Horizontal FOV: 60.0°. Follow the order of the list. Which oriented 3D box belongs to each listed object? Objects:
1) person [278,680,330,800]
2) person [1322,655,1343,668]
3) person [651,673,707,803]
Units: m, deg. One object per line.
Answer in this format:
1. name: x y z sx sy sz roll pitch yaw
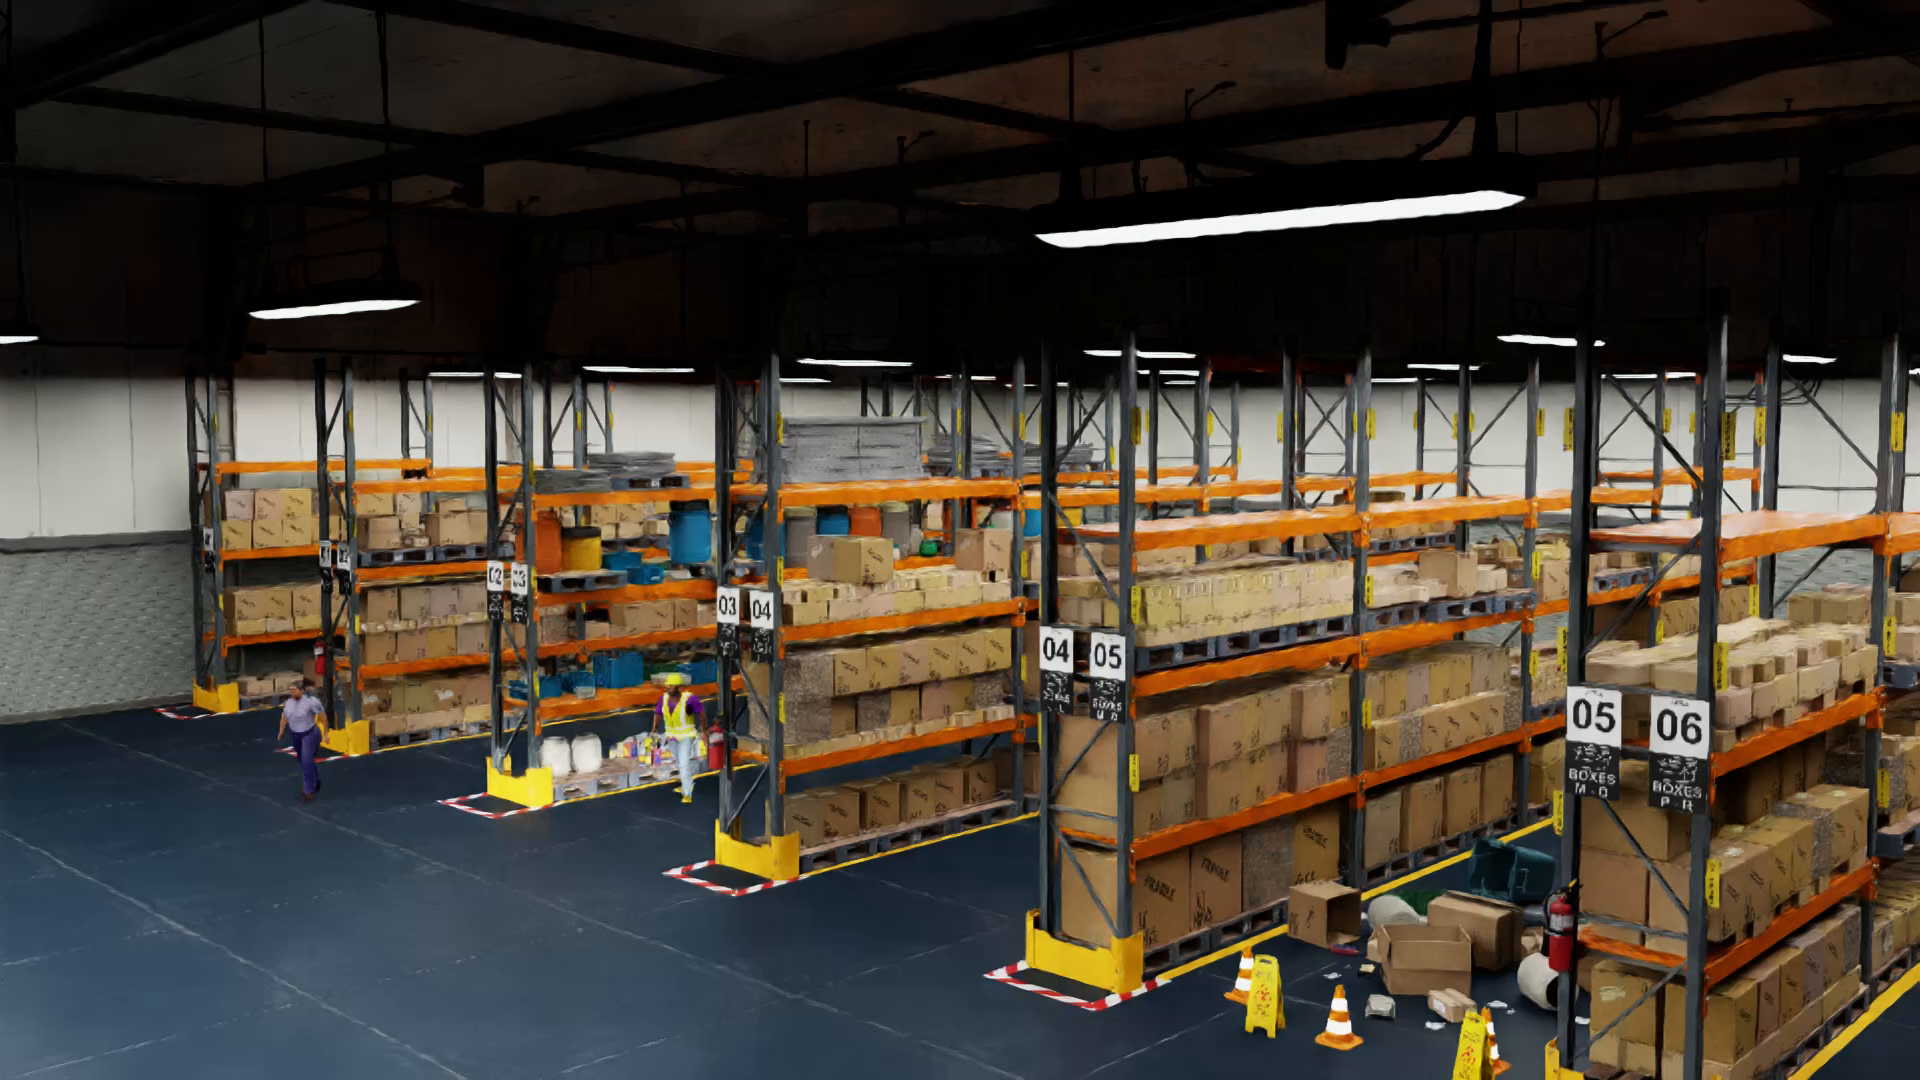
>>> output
1. person: -8.799 2.655 22.379 0.636 1.594 0.749 2 5 22
2. person: 5.578 2.420 24.598 0.677 1.742 0.552 4 6 42
3. person: -3.728 2.610 22.220 0.700 1.705 0.840 2 5 27
